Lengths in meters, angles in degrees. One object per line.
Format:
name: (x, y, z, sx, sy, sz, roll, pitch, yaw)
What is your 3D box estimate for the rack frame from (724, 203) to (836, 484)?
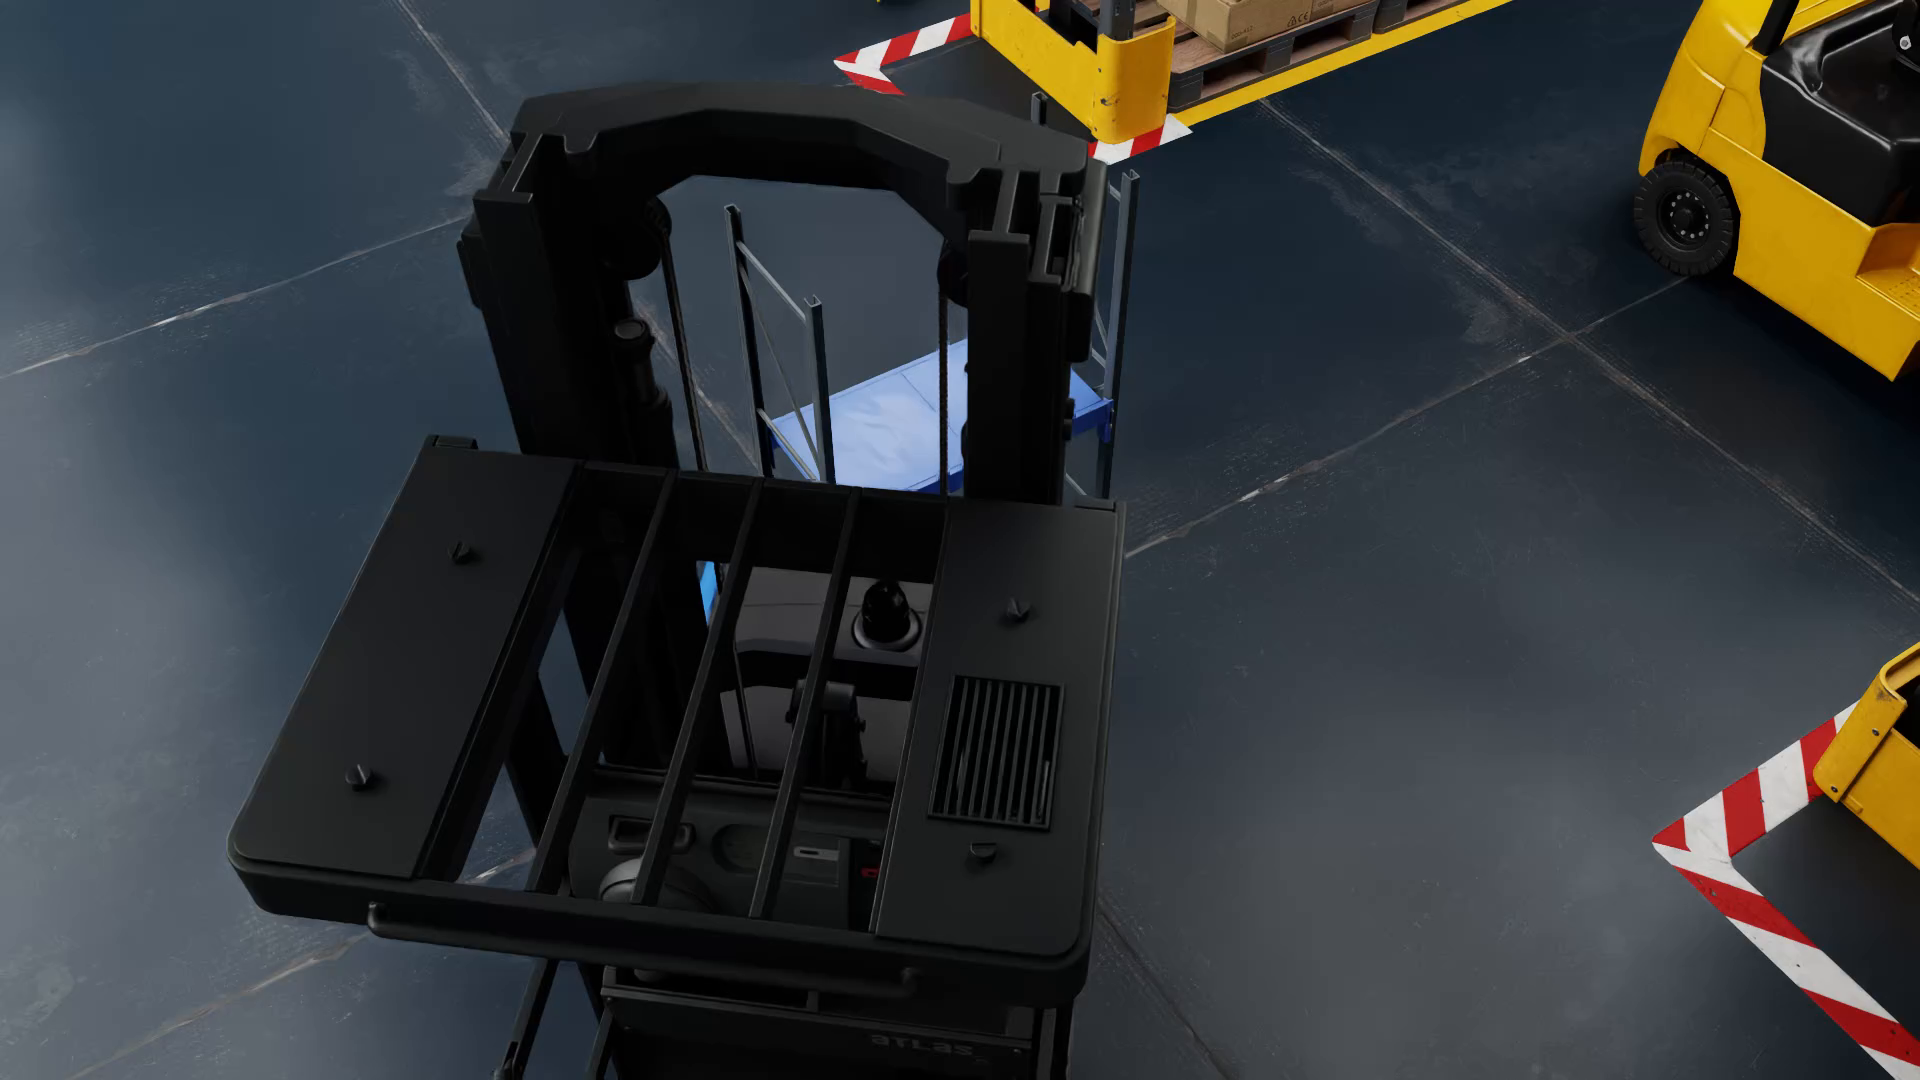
rack frame: (-0.502, -0.262, 4.979, 0.032, 1.500, 0.500, -25, 53, -21)

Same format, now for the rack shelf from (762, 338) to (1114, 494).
rack shelf: (-0.072, -0.345, 5.294, 1.000, 0.185, 0.538, -25, 53, -21)

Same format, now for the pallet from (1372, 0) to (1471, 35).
pallet: (2.219, -3.009, 8.289, 1.213, 0.211, 1.003, -25, 53, -21)

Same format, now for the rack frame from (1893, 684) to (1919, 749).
rack frame: (3.070, 0.012, 3.731, 0.127, 3.000, 1.000, -25, 53, -21)

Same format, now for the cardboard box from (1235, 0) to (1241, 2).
cardboard box: (1.267, -2.753, 7.251, 0.500, 0.500, 0.500, -27, 54, -22)

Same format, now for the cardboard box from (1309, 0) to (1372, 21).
cardboard box: (1.683, -2.692, 7.699, 0.500, 0.250, 0.500, -23, 52, -20)

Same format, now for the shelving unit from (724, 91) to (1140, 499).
shelving unit: (-0.072, -0.465, 5.160, 1.048, 1.500, 0.538, -25, 53, -21)

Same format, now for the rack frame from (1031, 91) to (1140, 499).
rack frame: (0.358, -0.667, 5.340, 0.032, 1.500, 0.500, -25, 53, -21)

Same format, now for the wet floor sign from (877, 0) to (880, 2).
wet floor sign: (-0.314, -2.939, 7.935, 0.232, 0.644, 0.267, -9, 49, -8)

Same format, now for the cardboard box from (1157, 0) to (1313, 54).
cardboard box: (1.248, -2.494, 7.522, 0.500, 0.250, 0.500, -26, 53, -21)

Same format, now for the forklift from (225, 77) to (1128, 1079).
forklift: (-0.327, 0.799, 3.076, 1.130, 2.935, 3.031, 6, 49, 5)

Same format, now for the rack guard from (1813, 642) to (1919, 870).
rack guard: (3.049, 0.853, 4.656, 0.348, 0.500, 1.175, -25, 53, -21)

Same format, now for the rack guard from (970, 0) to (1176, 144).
rack guard: (0.482, -2.321, 7.482, 0.348, 0.500, 1.175, -25, 53, -21)

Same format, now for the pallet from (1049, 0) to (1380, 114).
pallet: (1.188, -2.526, 7.858, 1.213, 0.211, 1.003, -25, 53, -21)

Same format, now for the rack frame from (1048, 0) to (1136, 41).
rack frame: (0.418, -3.122, 6.522, 0.127, 3.000, 1.000, -25, 53, -21)

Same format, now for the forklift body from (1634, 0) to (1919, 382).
forklift body: (3.700, -1.614, 5.747, 1.214, 2.155, 2.313, -25, 53, -21)
